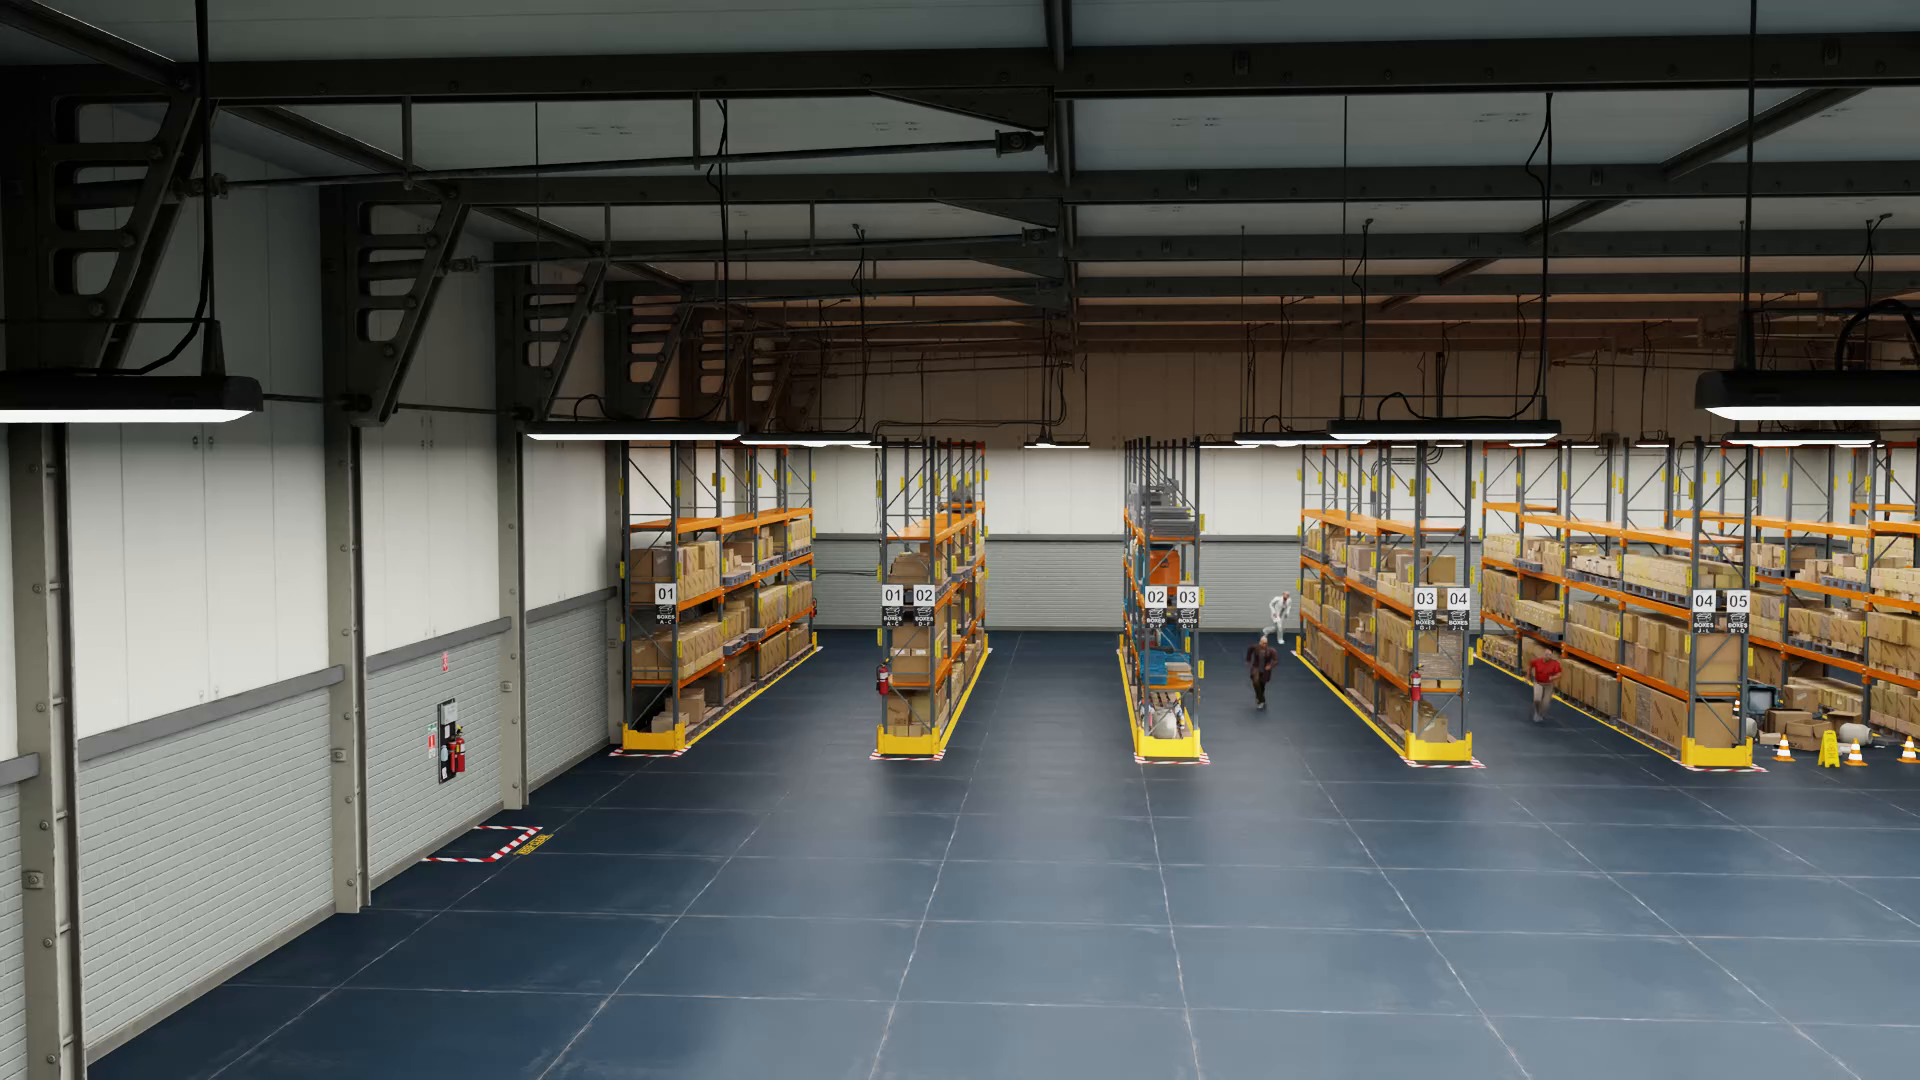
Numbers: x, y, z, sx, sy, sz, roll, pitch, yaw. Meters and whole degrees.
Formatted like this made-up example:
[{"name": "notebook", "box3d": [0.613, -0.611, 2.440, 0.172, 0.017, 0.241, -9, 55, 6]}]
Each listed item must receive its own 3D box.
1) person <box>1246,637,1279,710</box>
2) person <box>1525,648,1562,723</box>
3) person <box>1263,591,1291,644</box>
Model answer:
[{"name": "person", "box3d": [6.727, 2.916, 37.040, 0.728, 1.614, 1.155, 1, 3, 10]}, {"name": "person", "box3d": [12.227, 3.046, 34.821, 0.667, 1.594, 0.977, 0, 3, 9]}, {"name": "person", "box3d": [9.458, 2.280, 49.674, 0.706, 1.603, 1.086, -2, 3, -28]}]
